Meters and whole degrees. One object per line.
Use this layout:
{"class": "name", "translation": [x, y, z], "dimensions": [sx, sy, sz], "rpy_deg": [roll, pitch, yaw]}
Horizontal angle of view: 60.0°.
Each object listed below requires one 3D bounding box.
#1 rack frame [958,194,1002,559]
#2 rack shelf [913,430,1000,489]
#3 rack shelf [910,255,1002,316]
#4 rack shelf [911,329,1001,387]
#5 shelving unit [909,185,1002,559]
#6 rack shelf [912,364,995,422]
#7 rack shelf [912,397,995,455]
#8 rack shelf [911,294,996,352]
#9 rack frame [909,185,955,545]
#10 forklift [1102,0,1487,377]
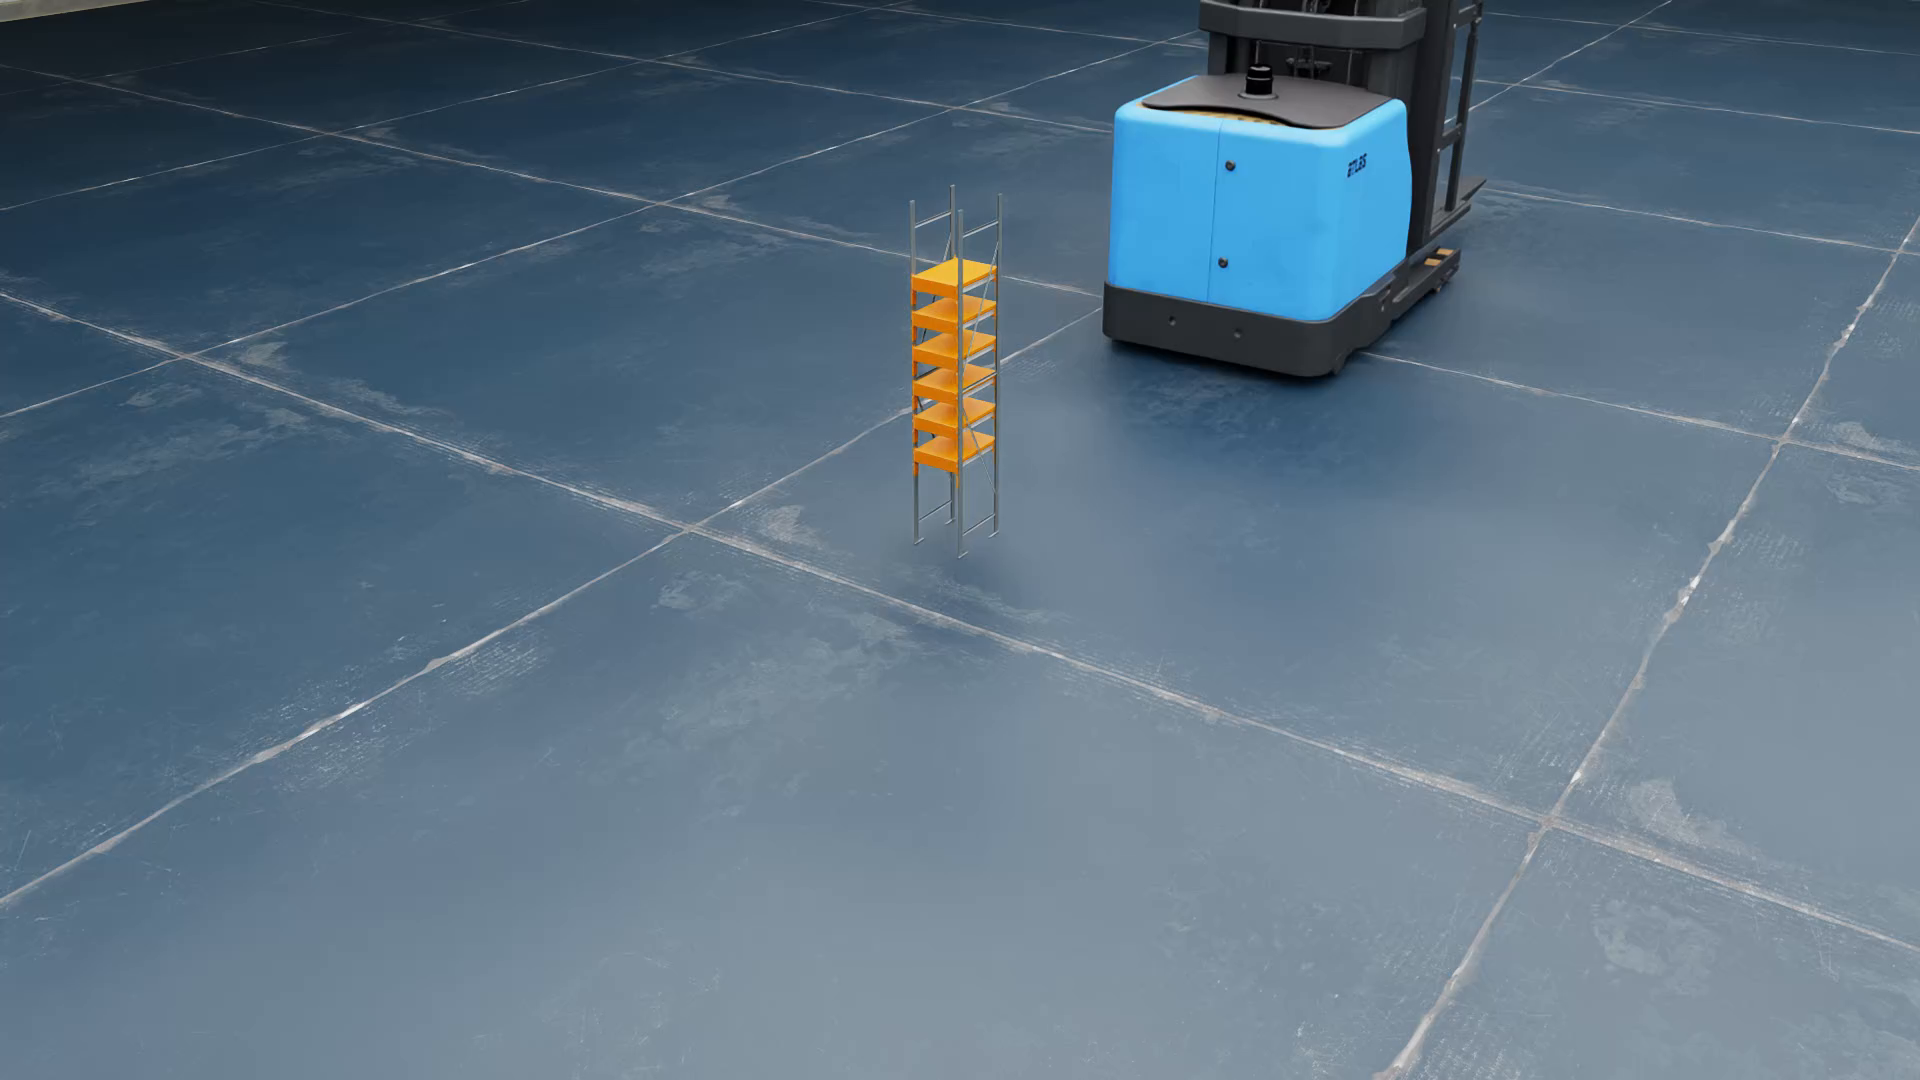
{"class": "rack frame", "translation": [0.063, -0.515, 5.439], "dimensions": [0.006, 1.200, 0.240], "rpy_deg": [17, 32, 30]}
{"class": "rack shelf", "translation": [-0.012, -0.285, 5.614], "dimensions": [0.180, 0.103, 0.258], "rpy_deg": [17, 32, 30]}
{"class": "rack shelf", "translation": [-0.012, -0.820, 5.342], "dimensions": [0.180, 0.103, 0.258], "rpy_deg": [17, 32, 30]}
{"class": "rack shelf", "translation": [-0.012, -0.606, 5.451], "dimensions": [0.180, 0.103, 0.258], "rpy_deg": [17, 32, 30]}
{"class": "shelving unit", "translation": [-0.012, -0.538, 5.485], "dimensions": [0.189, 1.200, 0.258], "rpy_deg": [17, 32, 30]}
{"class": "rack shelf", "translation": [-0.012, -0.499, 5.505], "dimensions": [0.180, 0.103, 0.258], "rpy_deg": [17, 32, 30]}
{"class": "rack shelf", "translation": [-0.012, -0.392, 5.560], "dimensions": [0.180, 0.103, 0.258], "rpy_deg": [17, 32, 30]}
{"class": "rack shelf", "translation": [-0.012, -0.713, 5.396], "dimensions": [0.180, 0.103, 0.258], "rpy_deg": [17, 32, 30]}
{"class": "rack frame", "translation": [-0.087, -0.562, 5.531], "dimensions": [0.006, 1.200, 0.240], "rpy_deg": [17, 32, 30]}
{"class": "forklift", "translation": [1.834, -2.612, 7.651], "dimensions": [1.130, 2.935, 3.031], "rpy_deg": [16, 31, 28]}
